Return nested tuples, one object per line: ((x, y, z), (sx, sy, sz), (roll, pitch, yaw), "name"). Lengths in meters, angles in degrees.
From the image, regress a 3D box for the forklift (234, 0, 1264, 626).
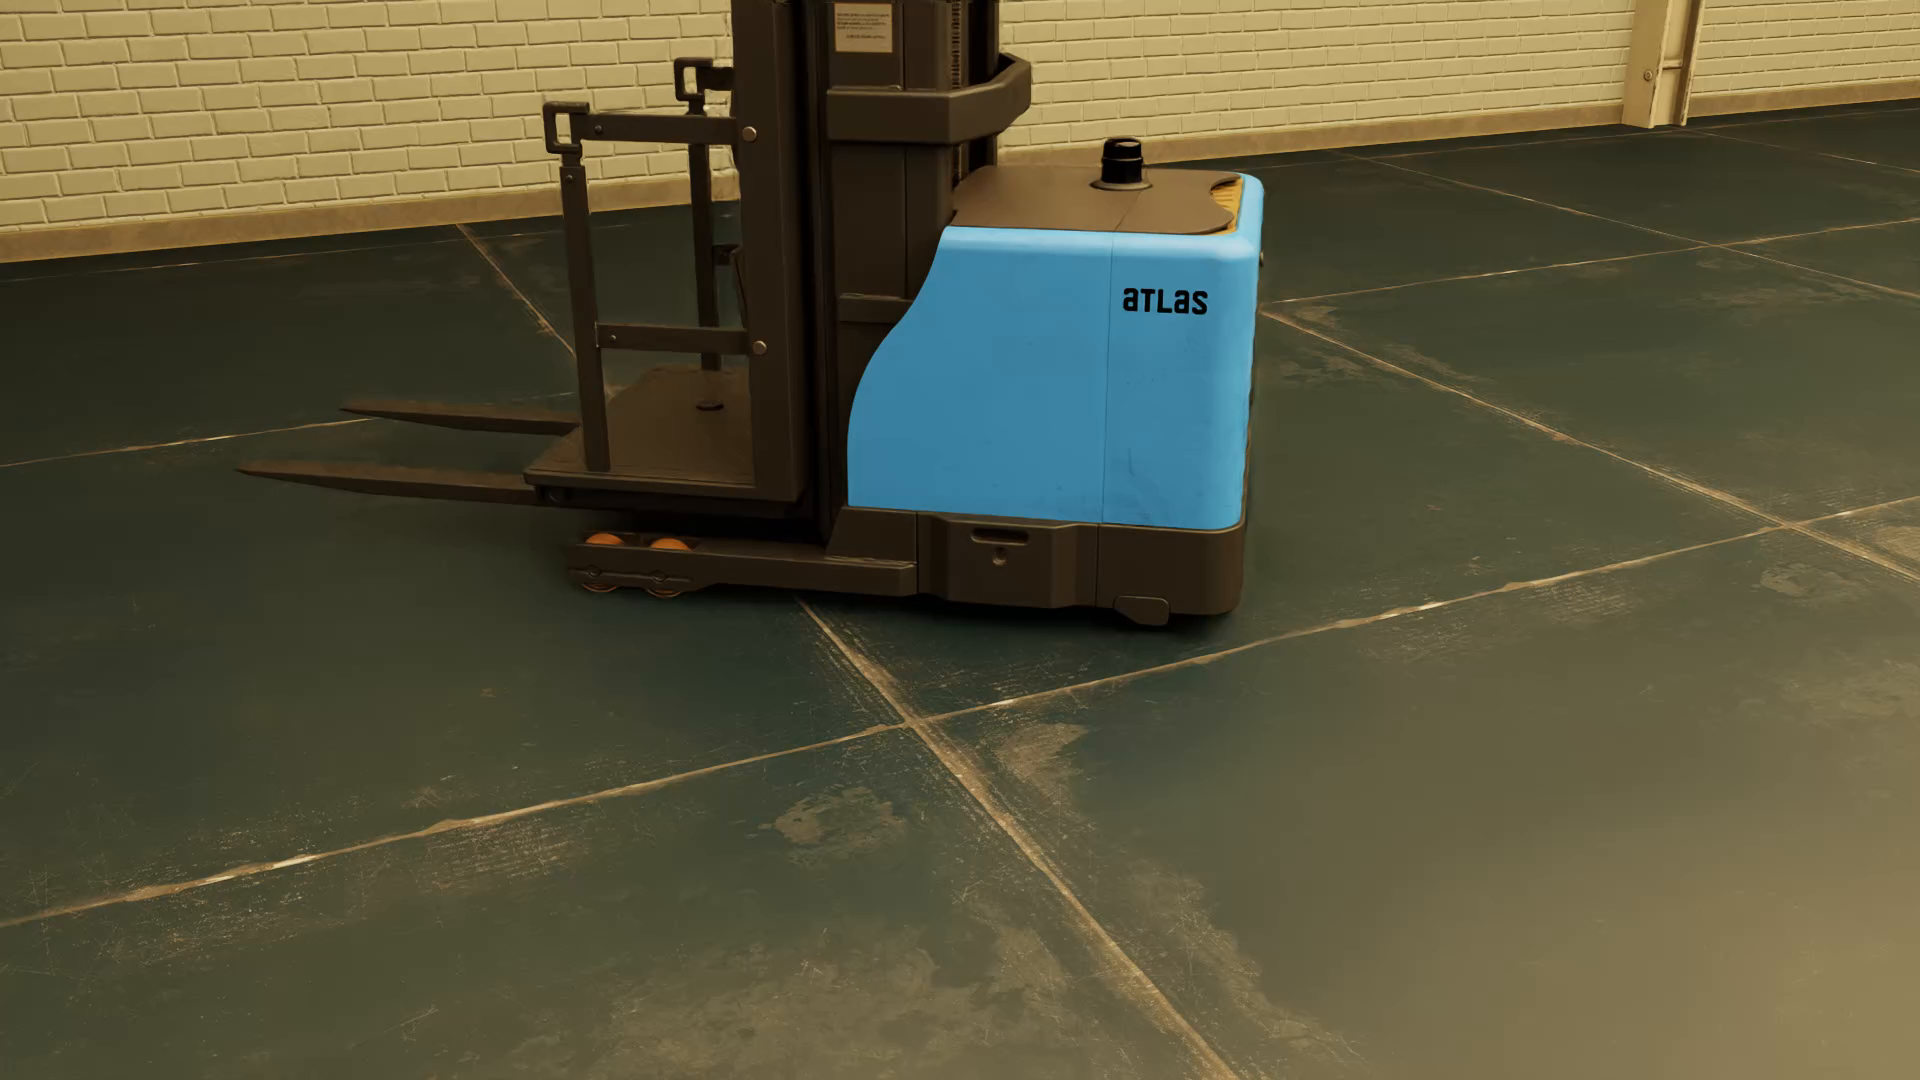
((-0.656, -1.383, 4.615), (3.031, 2.935, 1.130), (4, 23, 10), "forklift")
